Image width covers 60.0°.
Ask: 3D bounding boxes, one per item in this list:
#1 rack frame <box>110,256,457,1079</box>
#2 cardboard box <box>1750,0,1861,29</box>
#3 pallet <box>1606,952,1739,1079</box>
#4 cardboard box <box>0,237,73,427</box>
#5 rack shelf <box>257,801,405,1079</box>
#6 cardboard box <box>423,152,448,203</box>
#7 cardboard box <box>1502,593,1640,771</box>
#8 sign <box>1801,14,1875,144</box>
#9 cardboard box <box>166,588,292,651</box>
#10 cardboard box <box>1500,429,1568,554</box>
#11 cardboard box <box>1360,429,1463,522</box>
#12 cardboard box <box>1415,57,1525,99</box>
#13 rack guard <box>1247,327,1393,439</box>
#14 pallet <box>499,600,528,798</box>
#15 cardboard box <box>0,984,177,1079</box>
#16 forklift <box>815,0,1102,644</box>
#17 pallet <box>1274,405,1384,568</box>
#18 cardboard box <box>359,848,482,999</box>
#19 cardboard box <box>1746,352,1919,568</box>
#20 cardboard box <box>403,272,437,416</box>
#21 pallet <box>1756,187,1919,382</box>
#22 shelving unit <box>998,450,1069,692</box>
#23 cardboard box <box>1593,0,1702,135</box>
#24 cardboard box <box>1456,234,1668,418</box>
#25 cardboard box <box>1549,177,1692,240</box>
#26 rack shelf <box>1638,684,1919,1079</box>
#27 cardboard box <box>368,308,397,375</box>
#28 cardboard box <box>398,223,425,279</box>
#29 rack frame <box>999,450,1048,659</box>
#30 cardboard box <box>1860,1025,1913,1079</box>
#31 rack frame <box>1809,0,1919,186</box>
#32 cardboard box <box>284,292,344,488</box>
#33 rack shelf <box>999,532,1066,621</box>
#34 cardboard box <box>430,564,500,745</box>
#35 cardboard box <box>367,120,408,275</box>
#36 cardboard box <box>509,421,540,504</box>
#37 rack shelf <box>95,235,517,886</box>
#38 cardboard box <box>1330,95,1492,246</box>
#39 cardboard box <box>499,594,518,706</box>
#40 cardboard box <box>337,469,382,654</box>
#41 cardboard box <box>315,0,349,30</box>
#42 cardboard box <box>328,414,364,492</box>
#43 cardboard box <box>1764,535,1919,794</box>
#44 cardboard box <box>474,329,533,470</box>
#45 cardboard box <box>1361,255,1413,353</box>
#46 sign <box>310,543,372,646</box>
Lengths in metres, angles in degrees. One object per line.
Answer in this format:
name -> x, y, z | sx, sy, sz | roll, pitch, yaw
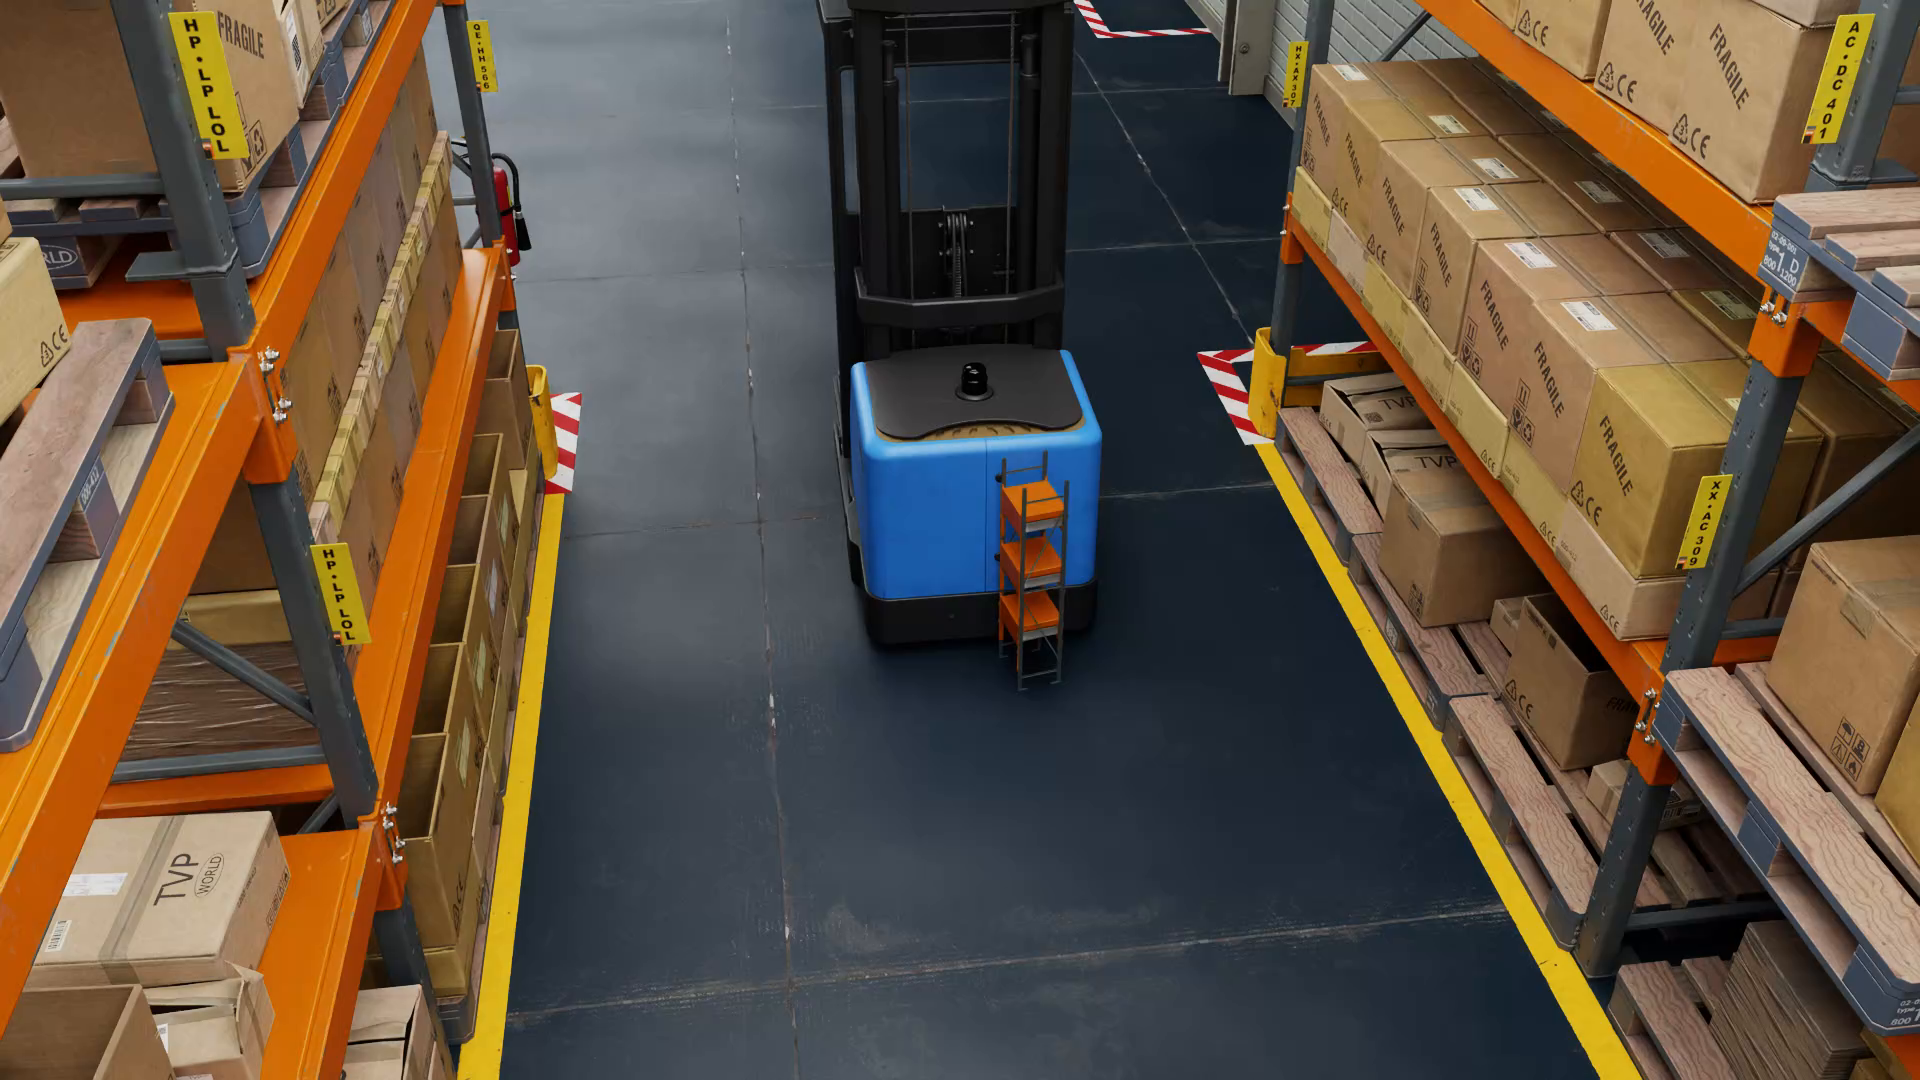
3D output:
rack frame -> -2.181, 0.639, 4.649 | 1.000, 3.000, 0.127 | -4, 35, -6
cardboard box -> 2.391, -1.699, 4.422 | 0.500, 0.500, 0.500 | -7, 35, -10
pallet -> 2.833, 1.849, 5.350 | 1.003, 0.211, 1.213 | -4, 35, -6
cardboard box -> -2.108, -0.367, 3.222 | 0.500, 0.250, 0.500 | -1, 34, -1
rack shelf -> -1.912, 2.052, 3.213 | 1.077, 0.370, 4.000 | -4, 35, -6
cardboard box -> -2.442, -1.558, 7.207 | 0.380, 0.149, 0.250 | -4, 34, -5
cardboard box -> 2.548, 0.537, 6.628 | 0.500, 0.500, 0.500 | -7, 35, -10
sign -> 2.191, -1.146, 4.145 | 0.100, 0.325, 0.005 | -4, 35, -6
cardboard box -> -2.025, 0.165, 4.679 | 0.380, 0.149, 0.250 | -4, 35, -6
cardboard box -> 2.304, -0.204, 6.002 | 0.500, 0.250, 0.500 | -4, 35, -6
cardboard box -> 2.270, -0.330, 8.067 | 0.500, 0.311, 0.500 | -2, 34, -2
cardboard box -> 2.463, -1.979, 7.941 | 0.500, 0.500, 0.500 | -5, 35, -7
rack guard -> 2.199, -0.895, 9.119 | 1.175, 0.500, 0.348 | -4, 35, -6
pallet -> -2.414, 0.662, 7.091 | 1.003, 0.211, 1.213 | -4, 35, -6
cardboard box -> -2.023, 1.322, 3.558 | 0.500, 0.500, 0.500 | -2, 34, -3
forklift -> -0.081, -1.563, 7.941 | 1.130, 2.935, 3.031 | -4, 34, -6
pallet -> 2.274, -0.320, 8.531 | 1.003, 0.211, 1.213 | -4, 35, -6
cardboard box -> -1.943, 1.320, 5.718 | 0.500, 0.250, 0.500 | -4, 35, -6
cardboard box -> 2.871, -0.272, 5.436 | 0.500, 0.500, 0.500 | -5, 35, -7
cardboard box -> -2.532, -0.803, 6.675 | 0.700, 0.500, 0.500 | -4, 34, -6
pallet -> 2.705, -0.547, 3.893 | 1.213, 0.211, 1.003 | -4, 35, -6
shelving unit -> 0.308, 0.145, 7.105 | 0.215, 1.050, 0.252 | -11, 36, -15
cardboard box -> 2.359, -1.574, 5.125 | 0.500, 0.500, 0.500 | -7, 35, -10
cardboard box -> 2.227, -0.795, 6.202 | 0.500, 0.500, 0.500 | -5, 35, -8
cardboard box -> 2.663, -1.129, 6.692 | 0.500, 0.500, 0.500 | -4, 34, -6
rack shelf -> 2.996, 1.675, 3.767 | 1.077, 0.370, 4.000 | -4, 35, -6
cardboard box -> -2.237, -0.699, 5.947 | 0.380, 0.149, 0.250 | -5, 35, -7
cardboard box -> -2.340, -1.128, 6.577 | 0.380, 0.149, 0.250 | -3, 34, -5
rack frame -> 0.270, 0.080, 7.201 | 0.200, 1.050, 0.008 | -11, 36, -15
cardboard box -> 2.905, 1.458, 4.610 | 0.500, 0.250, 0.500 | -5, 35, -7
rack frame -> 2.727, -2.217, 3.513 | 1.000, 3.000, 0.127 | -4, 35, -6
cardboard box -> -2.316, -0.467, 5.031 | 0.700, 0.500, 0.500 | -4, 35, -6
rack shelf -> 0.308, 0.154, 7.111 | 0.215, 0.259, 0.240 | -11, 36, -15
cardboard box -> -2.068, 0.451, 6.327 | 0.500, 0.500, 0.500 | -4, 35, -6
cardboard box -> -2.517, -1.305, 6.261 | 0.700, 0.500, 0.500 | -4, 35, -6
cardboard box -> -2.354, -0.353, 8.174 | 0.500, 0.250, 0.500 | -4, 35, -6
rack shelf -> -2.450, -0.180, 6.489 | 1.077, 0.370, 4.000 | -4, 35, -6
cardboard box -> 2.012, -1.661, 7.473 | 0.500, 0.500, 0.500 | -4, 35, -6
cardboard box -> -2.140, 0.483, 6.947 | 0.500, 0.250, 0.500 | -4, 35, -6
cardboard box -> -2.324, 0.057, 5.414 | 0.700, 0.500, 0.500 | -5, 35, -7
cardboard box -> -2.277, -1.803, 4.980 | 0.797, 0.503, 0.637 | -1, 34, -1
cardboard box -> -2.132, -0.265, 5.310 | 0.380, 0.149, 0.250 | -5, 35, -7
cardboard box -> 2.762, 0.325, 4.630 | 0.700, 0.500, 0.500 | -4, 35, -6
cardboard box -> -2.352, -0.663, 7.963 | 0.500, 0.500, 0.500 | -4, 35, -6
cardboard box -> 2.087, -1.047, 7.238 | 0.500, 0.250, 0.500 | -5, 35, -7
sign -> -1.645, 0.147, 4.413 | 0.100, 0.325, 0.005 | -4, 35, -6
